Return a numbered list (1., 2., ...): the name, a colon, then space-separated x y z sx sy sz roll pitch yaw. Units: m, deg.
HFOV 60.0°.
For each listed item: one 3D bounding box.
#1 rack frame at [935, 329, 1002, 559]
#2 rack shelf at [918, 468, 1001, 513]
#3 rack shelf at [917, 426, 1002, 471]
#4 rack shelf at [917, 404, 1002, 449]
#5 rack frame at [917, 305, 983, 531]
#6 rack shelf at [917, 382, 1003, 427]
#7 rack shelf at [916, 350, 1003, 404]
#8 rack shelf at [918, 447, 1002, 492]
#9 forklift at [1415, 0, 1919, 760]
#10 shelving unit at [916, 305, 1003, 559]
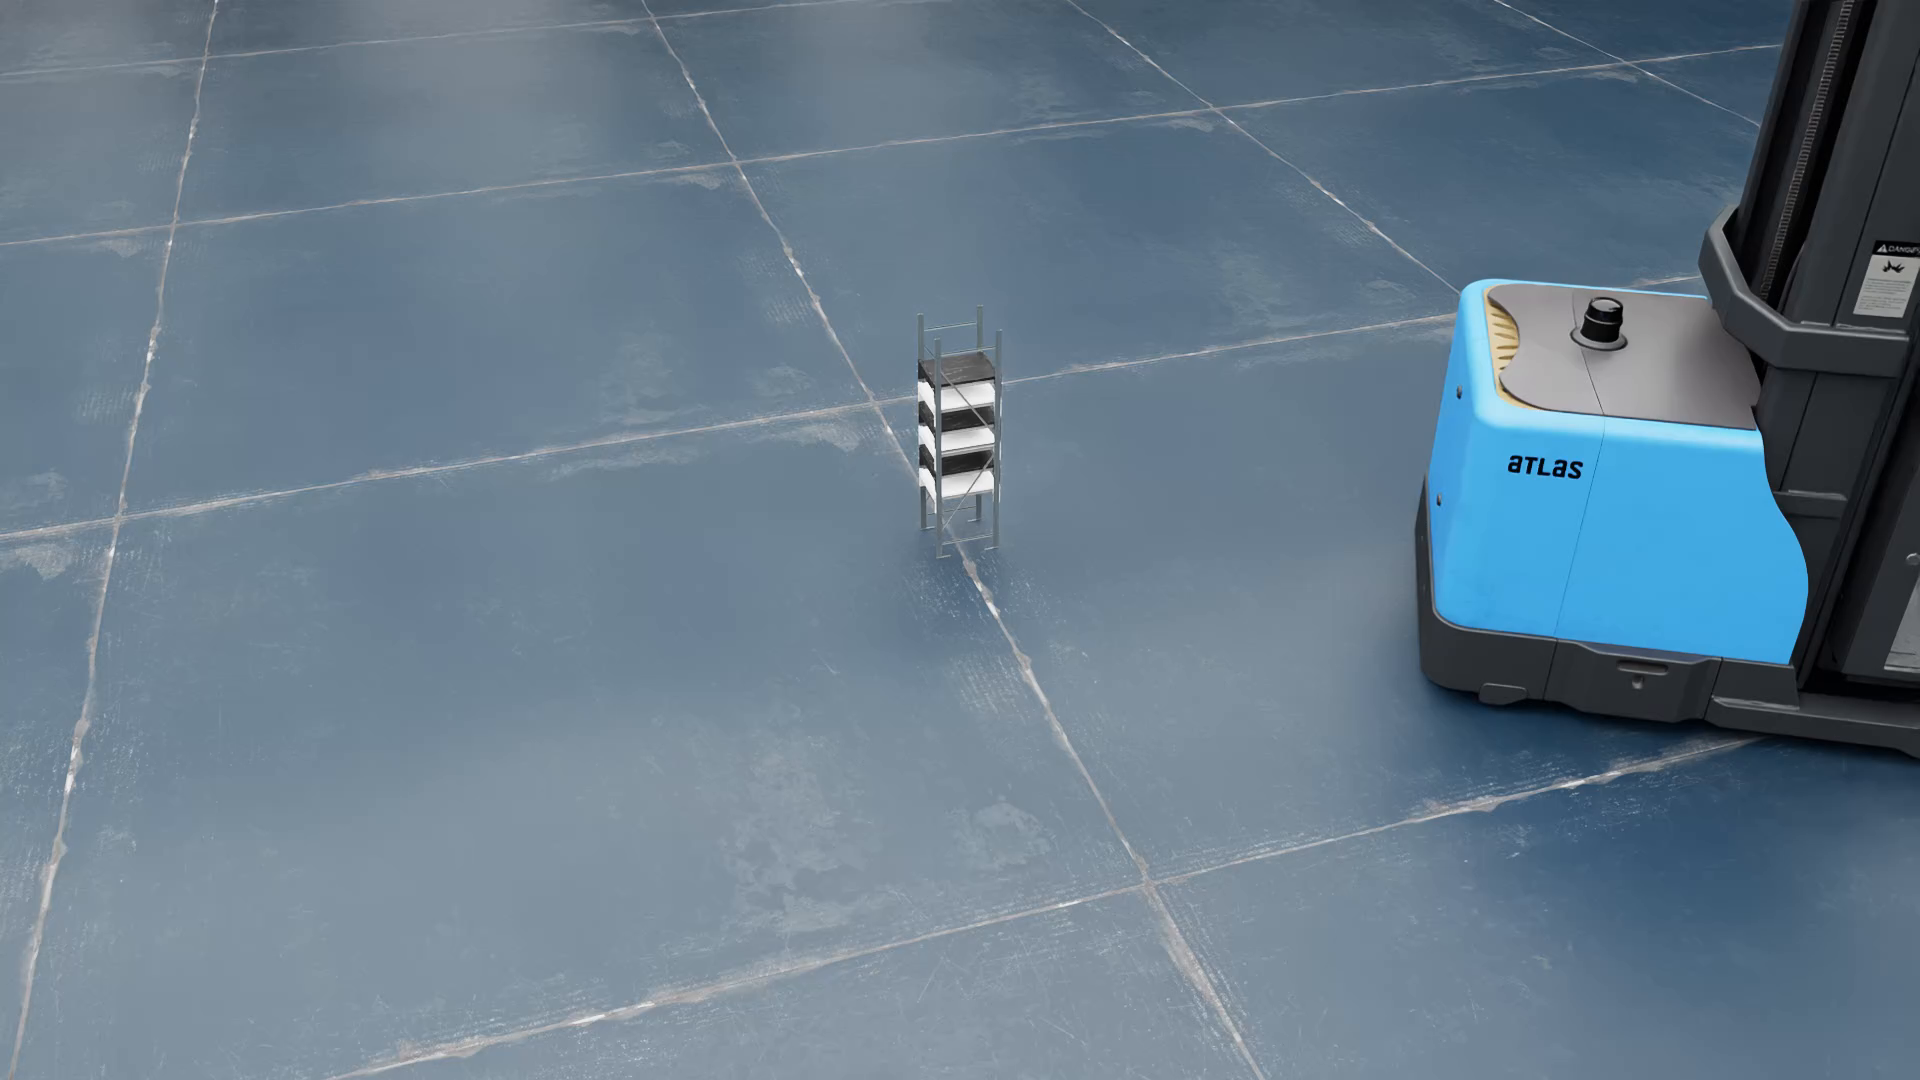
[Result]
1. rack frame: 0.029 -0.326 5.928 0.240 0.900 0.006 -10 35 -15
2. rack shelf: -0.002 -0.202 6.126 0.258 0.077 0.200 -10 35 -15
3. rack shelf: -0.002 -0.352 6.027 0.258 0.077 0.200 -10 35 -15
4. rack shelf: -0.002 -0.427 5.977 0.258 0.077 0.200 -10 35 -15
5. rack frame: -0.033 -0.433 6.089 0.240 0.900 0.006 -10 35 -15
6. rack shelf: -0.002 -0.502 5.928 0.258 0.077 0.200 -10 35 -15
7. rack shelf: -0.002 -0.577 5.878 0.258 0.077 0.200 -10 35 -15
8. rack shelf: -0.002 -0.277 6.076 0.258 0.077 0.200 -10 35 -15
9. forklift: 3.089 -0.806 4.812 3.031 2.935 1.130 6 34 10
10. shelving unit: -0.002 -0.380 6.008 0.258 0.900 0.210 -10 35 -15
